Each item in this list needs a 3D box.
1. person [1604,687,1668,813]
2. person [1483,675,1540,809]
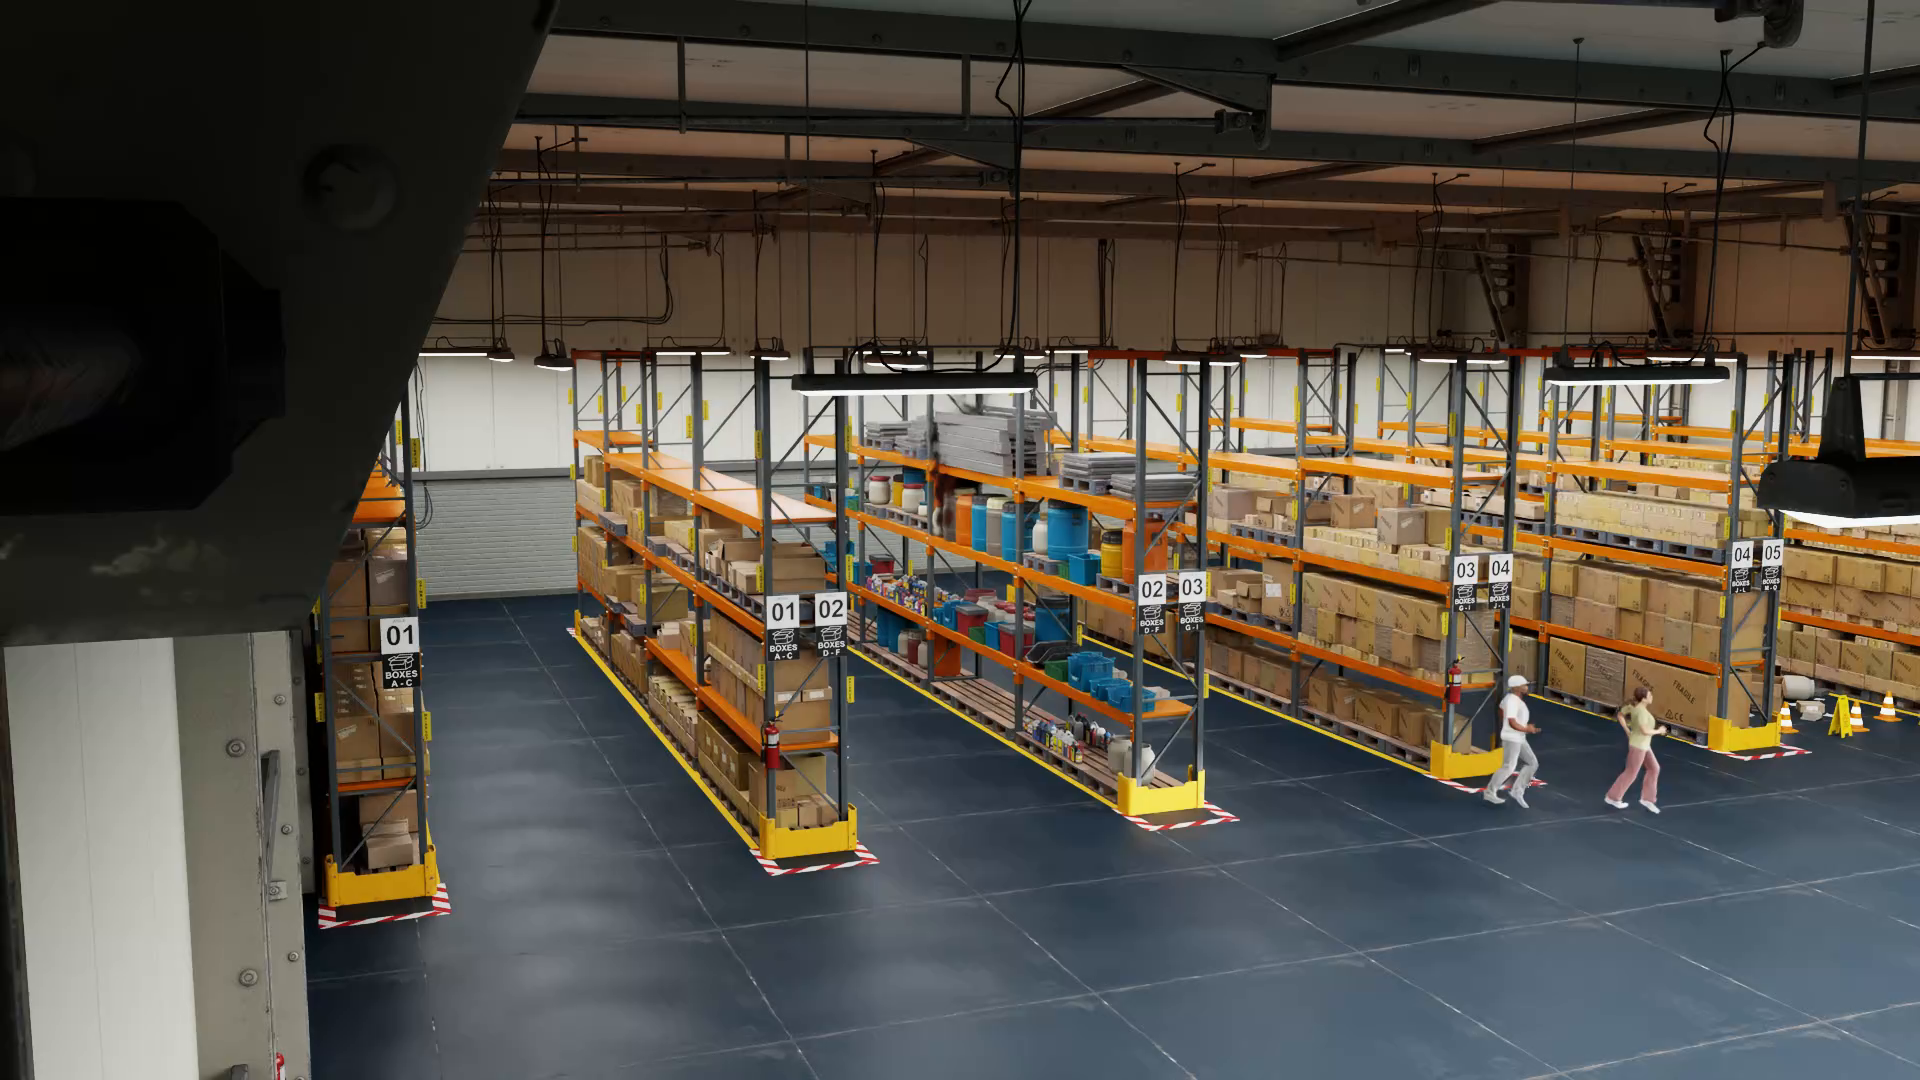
[{"bbox_3d":[8.933,2.779,21.962,0.743,1.717,0.570,2,7,17],"label":"person"},{"bbox_3d":[7.434,2.700,22.329,0.689,1.773,0.733,3,8,25],"label":"person"}]
